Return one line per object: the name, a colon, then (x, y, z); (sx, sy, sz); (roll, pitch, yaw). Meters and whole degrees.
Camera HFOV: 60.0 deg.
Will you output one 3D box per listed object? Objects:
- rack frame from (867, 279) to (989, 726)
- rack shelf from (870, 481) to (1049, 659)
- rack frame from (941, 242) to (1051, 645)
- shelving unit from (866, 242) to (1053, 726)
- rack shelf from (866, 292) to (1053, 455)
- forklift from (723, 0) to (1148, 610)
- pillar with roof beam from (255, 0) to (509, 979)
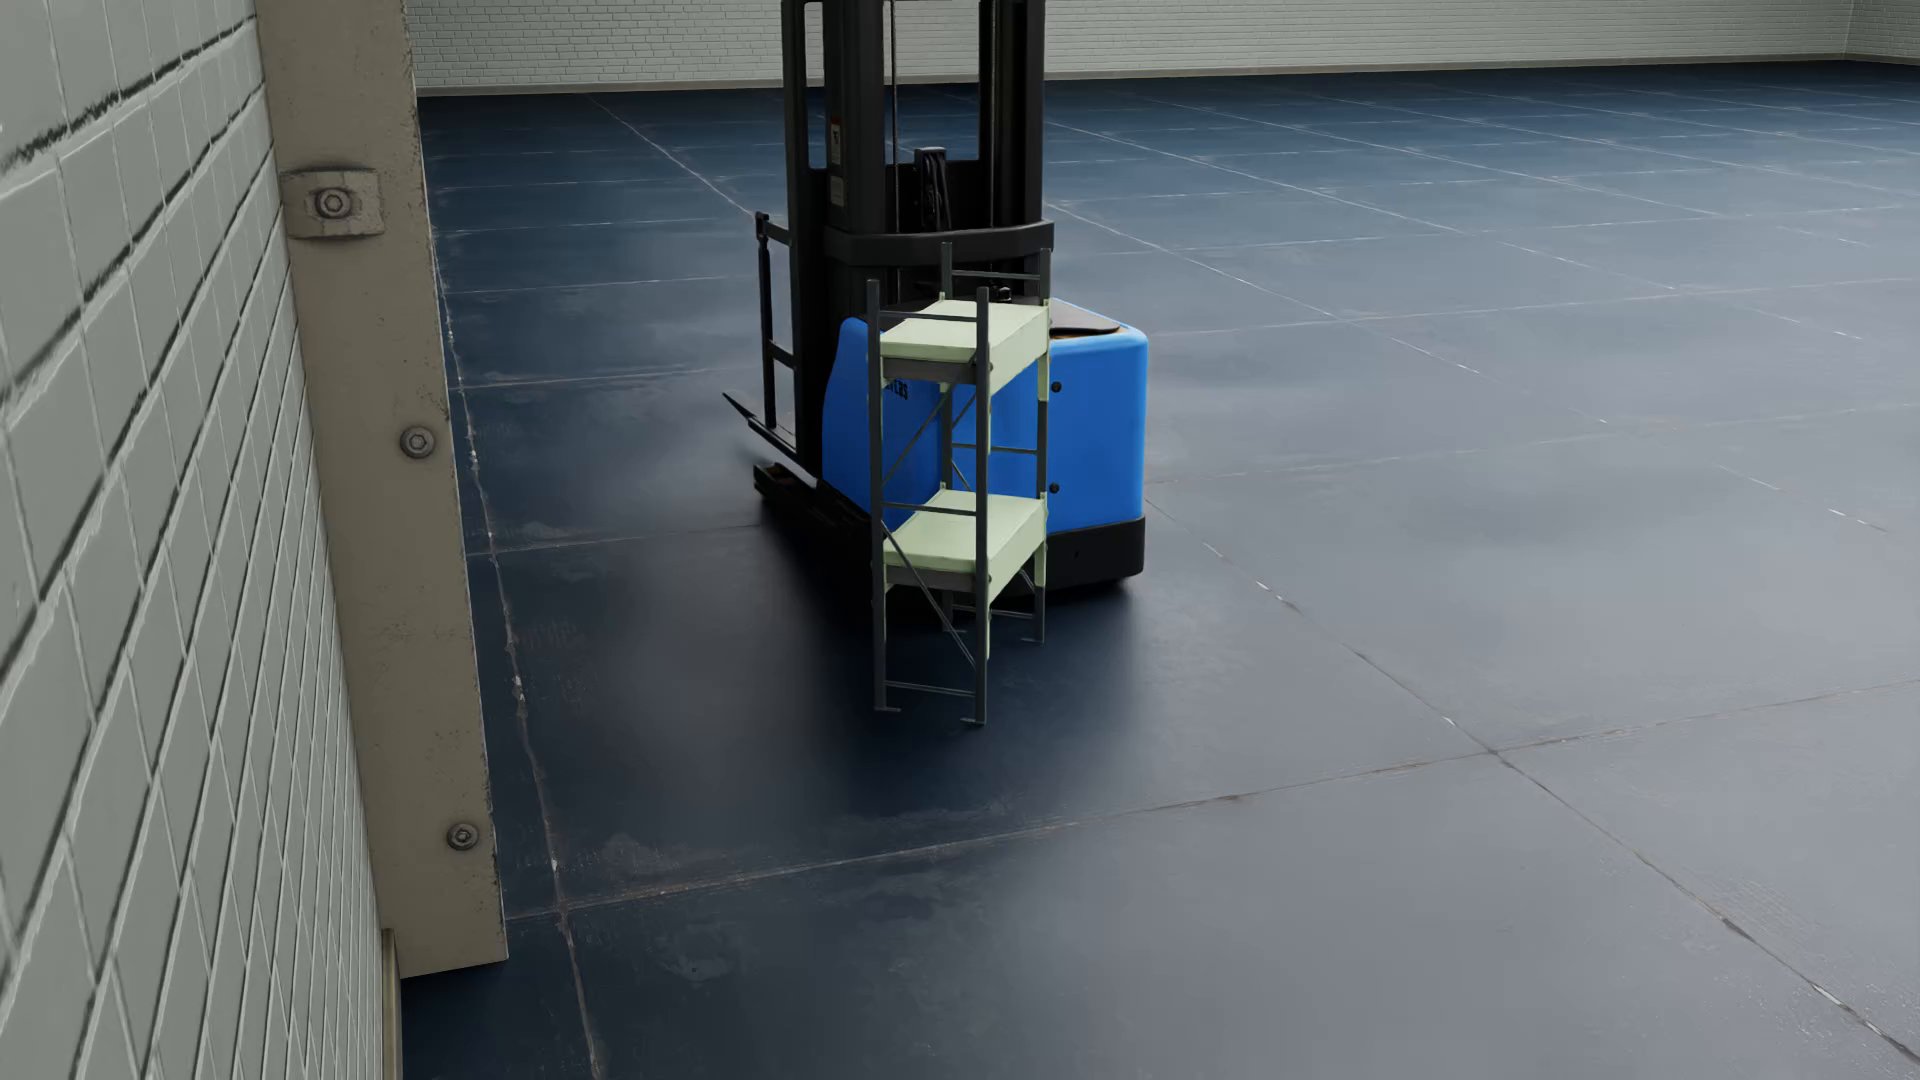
rack frame: (-0.103, -0.098, 5.471); (0.400, 1.500, 0.023); (6, 21, 17)
rack shelf: (0.012, 0.091, 5.908); (0.431, 0.370, 0.720); (6, 21, 17)
rack frame: (0.127, -0.333, 6.125); (0.400, 1.500, 0.023); (6, 21, 17)
shelving unit: (0.012, -0.216, 5.798); (0.431, 1.500, 0.755); (6, 21, 17)
rack shelf: (0.012, -0.583, 5.666); (0.431, 0.370, 0.720); (6, 21, 17)
forklift: (-0.331, -1.564, 7.436); (1.130, 2.935, 3.031); (-9, 22, -24)
pillar with roof beam: (2.695, -3.641, 4.241); (9.100, 9.000, 0.400); (-6, 21, -17)
